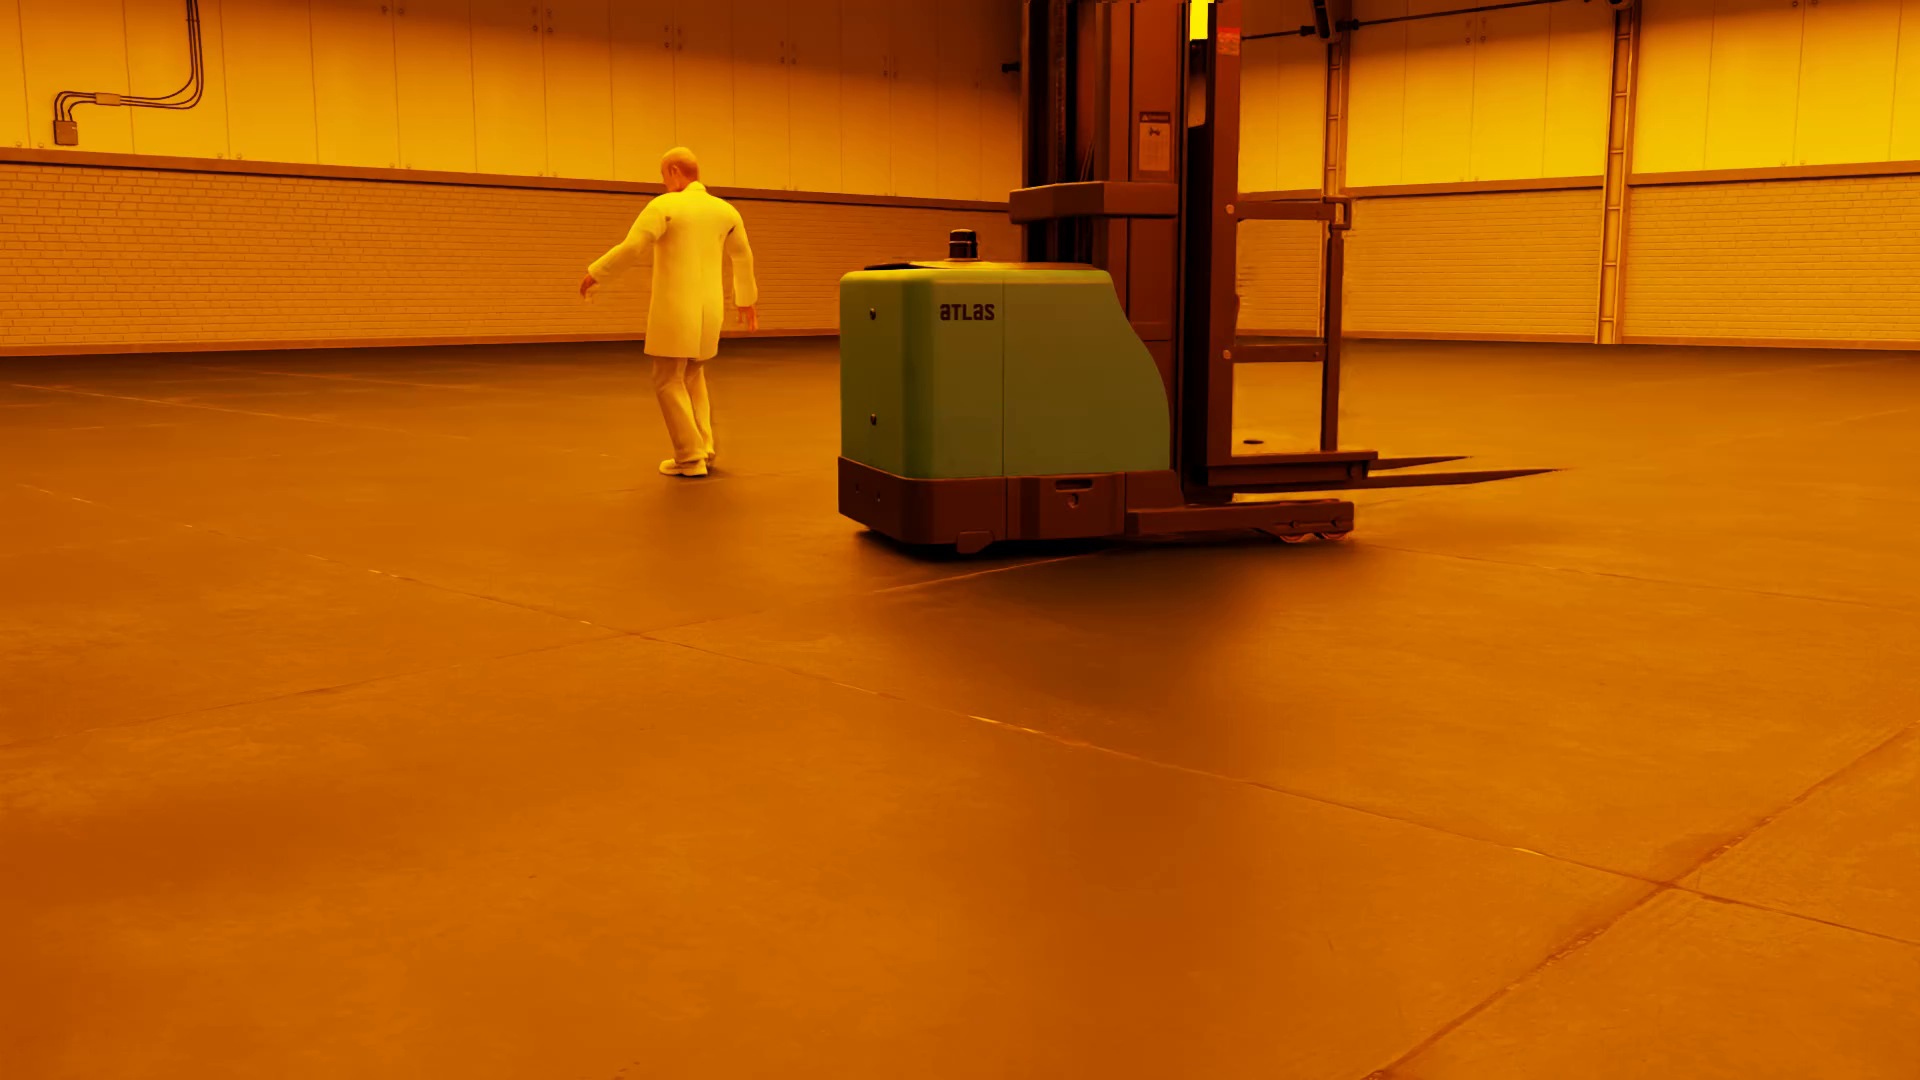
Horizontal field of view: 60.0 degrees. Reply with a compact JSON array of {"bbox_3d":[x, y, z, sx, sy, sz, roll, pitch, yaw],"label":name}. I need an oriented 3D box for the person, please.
[{"bbox_3d":[-1.529,-1.215,9.089,0.994,1.809,0.568,-7,11,-40],"label":"person"}]

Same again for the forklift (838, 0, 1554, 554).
[{"bbox_3d":[1.062,-1.506,6.878,3.031,2.935,1.130,-3,9,-20],"label":"forklift"}]
